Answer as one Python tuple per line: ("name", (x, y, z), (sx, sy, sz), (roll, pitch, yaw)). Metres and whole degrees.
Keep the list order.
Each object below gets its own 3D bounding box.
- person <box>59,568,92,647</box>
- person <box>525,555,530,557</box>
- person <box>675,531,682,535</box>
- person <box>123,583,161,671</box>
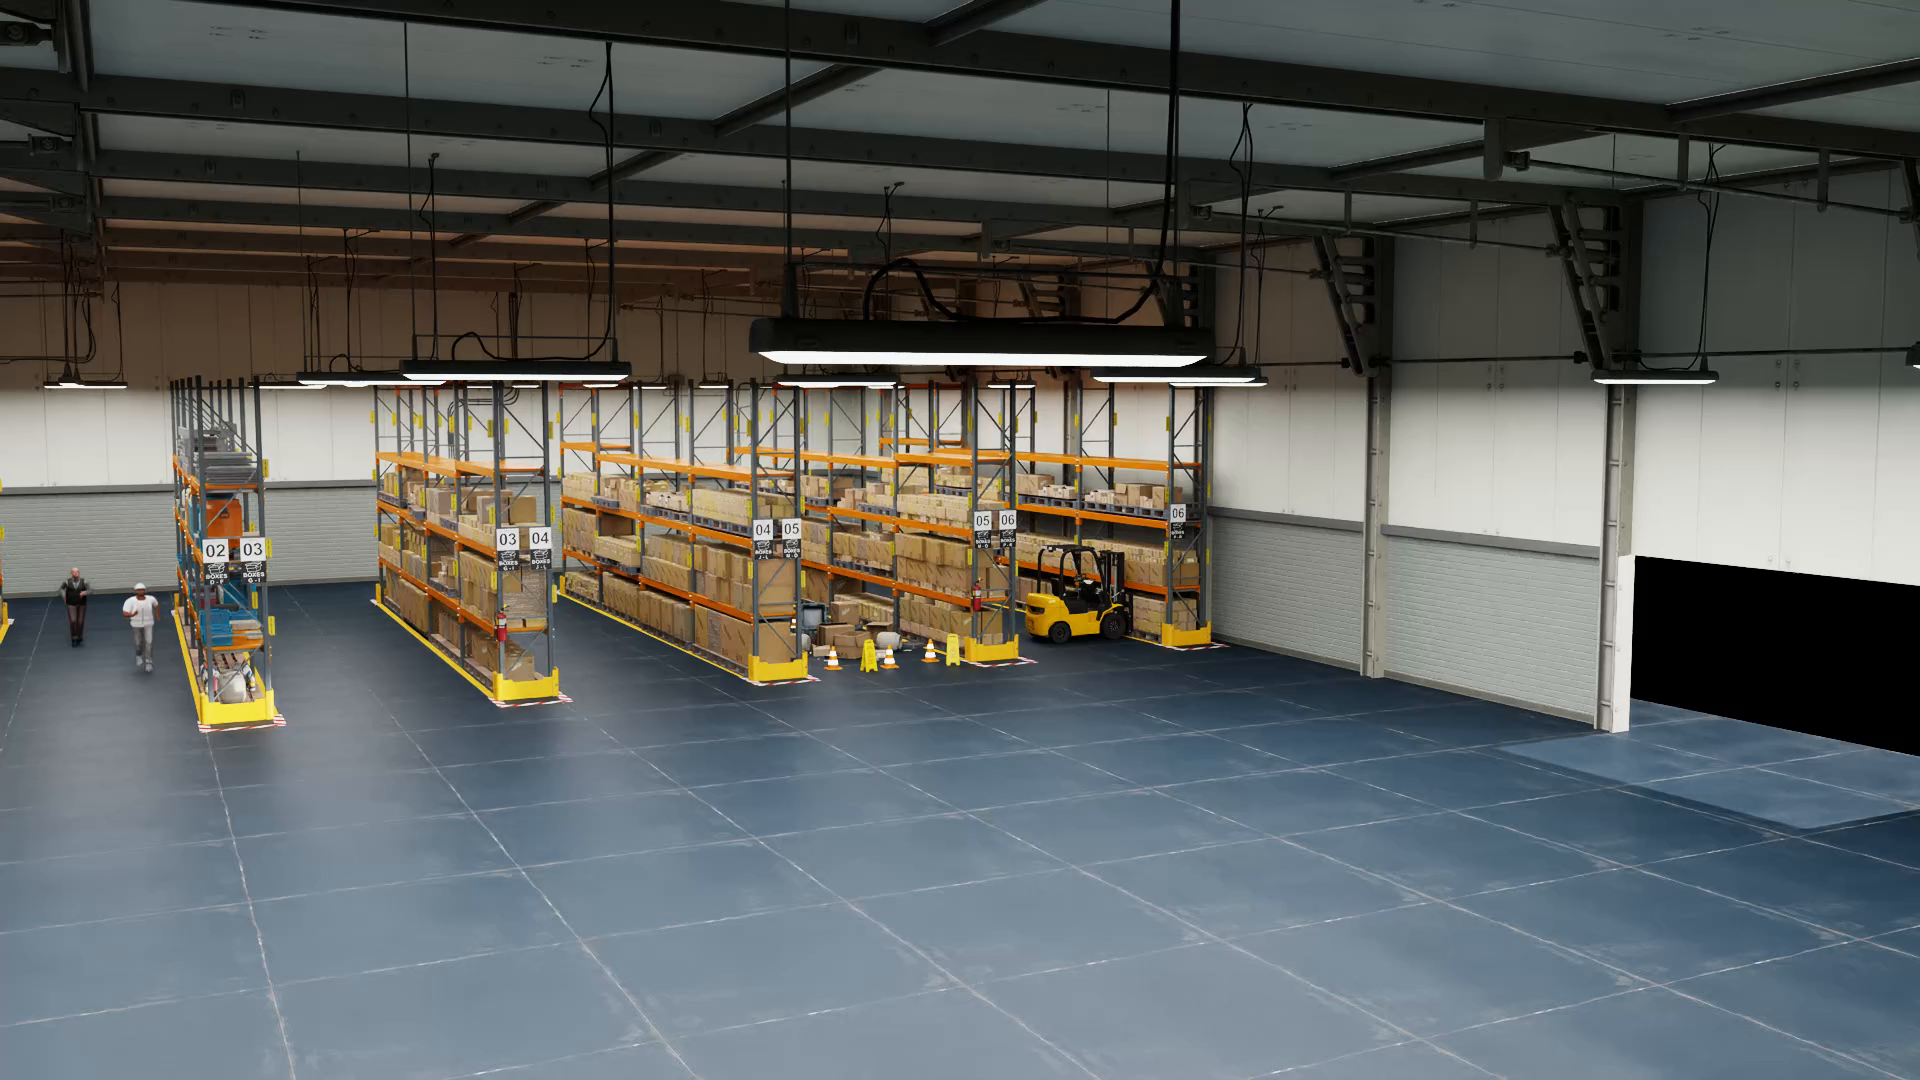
("person", (-20.047, 1.519, 37.741), (0.647, 1.782, 0.707), (-3, 6, -34))
("person", (-11.580, 0.932, 45.068), (0.551, 1.665, 0.711), (-2, 5, -20))
("person", (-8.456, 0.486, 49.938), (0.672, 1.611, 0.508), (-2, 6, -25))
("person", (-16.819, 1.761, 34.206), (0.694, 1.760, 0.983), (-3, 6, -30))
